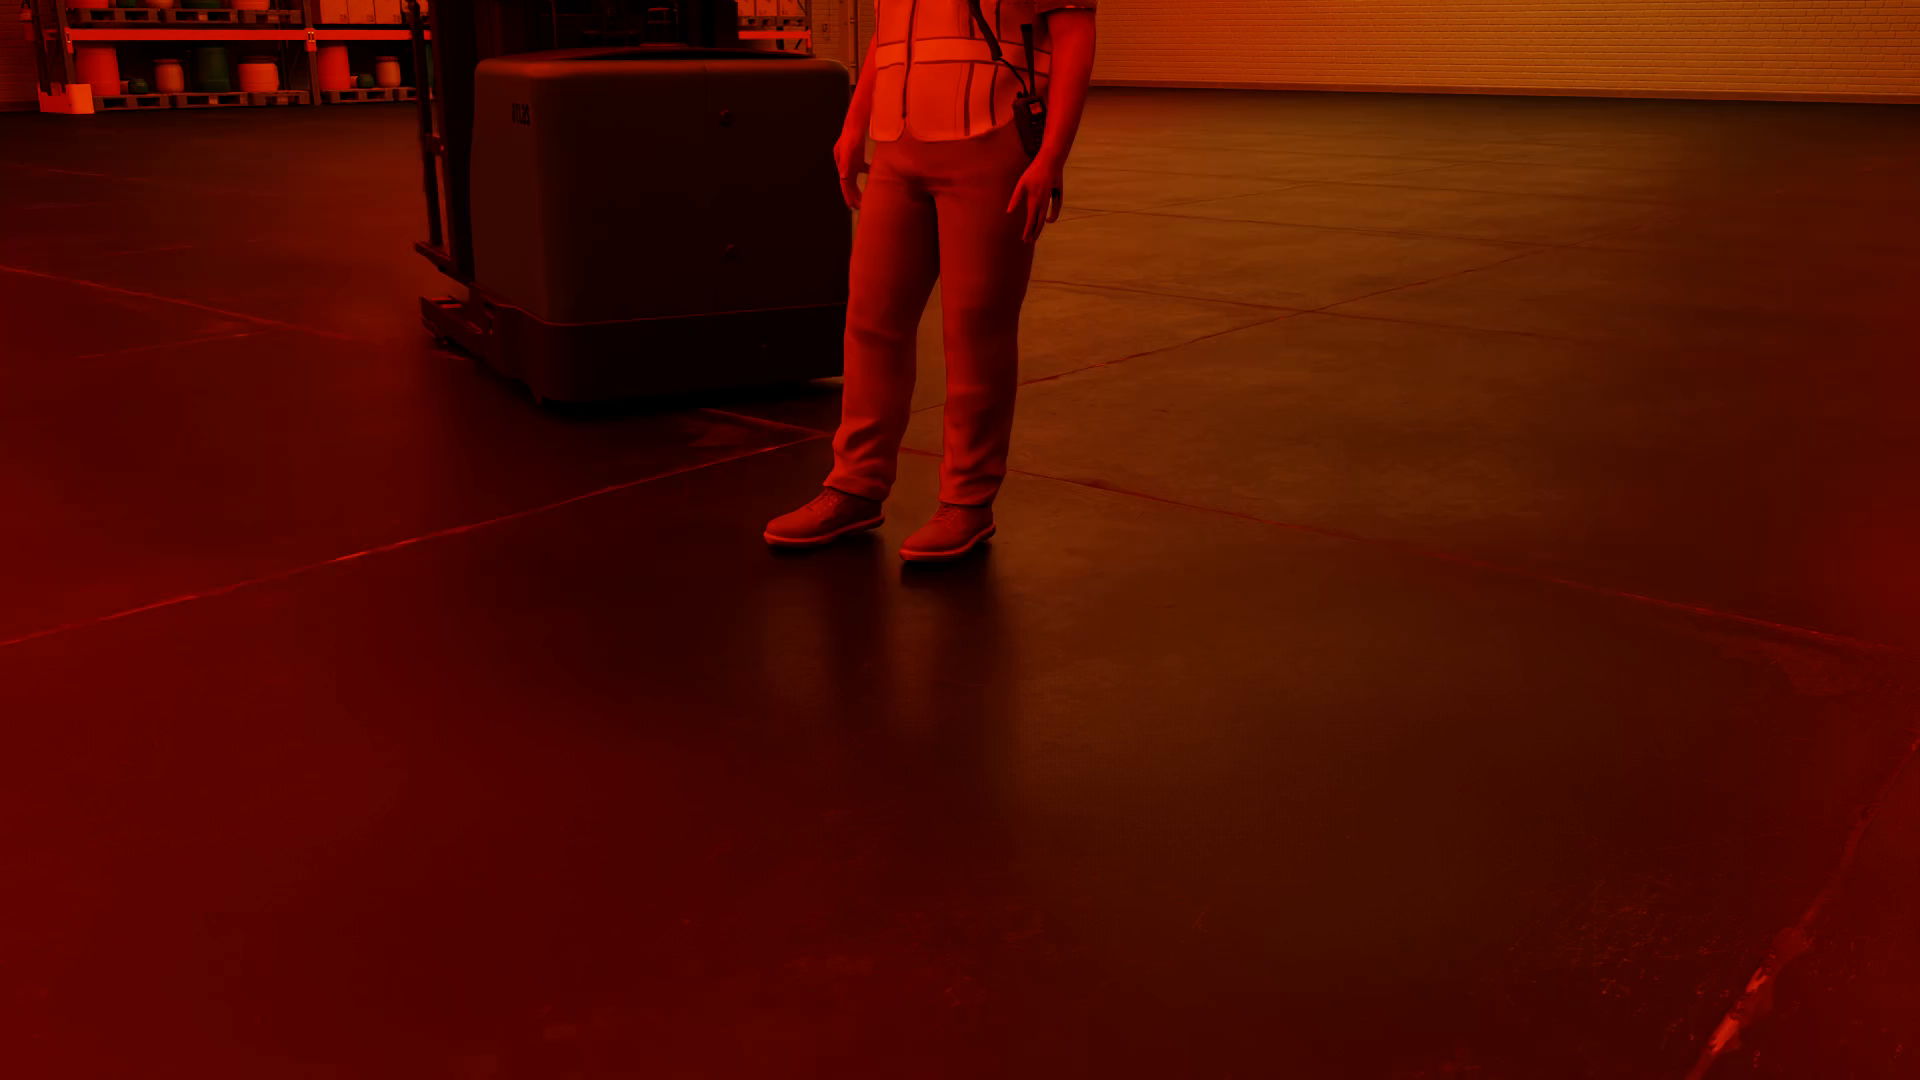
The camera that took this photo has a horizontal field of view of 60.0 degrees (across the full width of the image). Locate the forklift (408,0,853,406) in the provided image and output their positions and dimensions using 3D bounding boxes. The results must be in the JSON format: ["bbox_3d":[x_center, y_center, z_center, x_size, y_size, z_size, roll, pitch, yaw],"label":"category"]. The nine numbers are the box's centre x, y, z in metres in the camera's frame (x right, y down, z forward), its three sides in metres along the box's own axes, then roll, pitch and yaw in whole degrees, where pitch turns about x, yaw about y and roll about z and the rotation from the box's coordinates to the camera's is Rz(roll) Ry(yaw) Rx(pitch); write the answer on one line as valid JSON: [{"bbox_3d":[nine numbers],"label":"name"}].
[{"bbox_3d":[-1.474,-2.202,6.150,1.130,2.935,3.031,-9,19,-27],"label":"forklift"}]

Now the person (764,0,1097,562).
[{"bbox_3d":[-0.058,-0.843,3.630,0.641,1.778,0.574,13,21,37],"label":"person"}]
